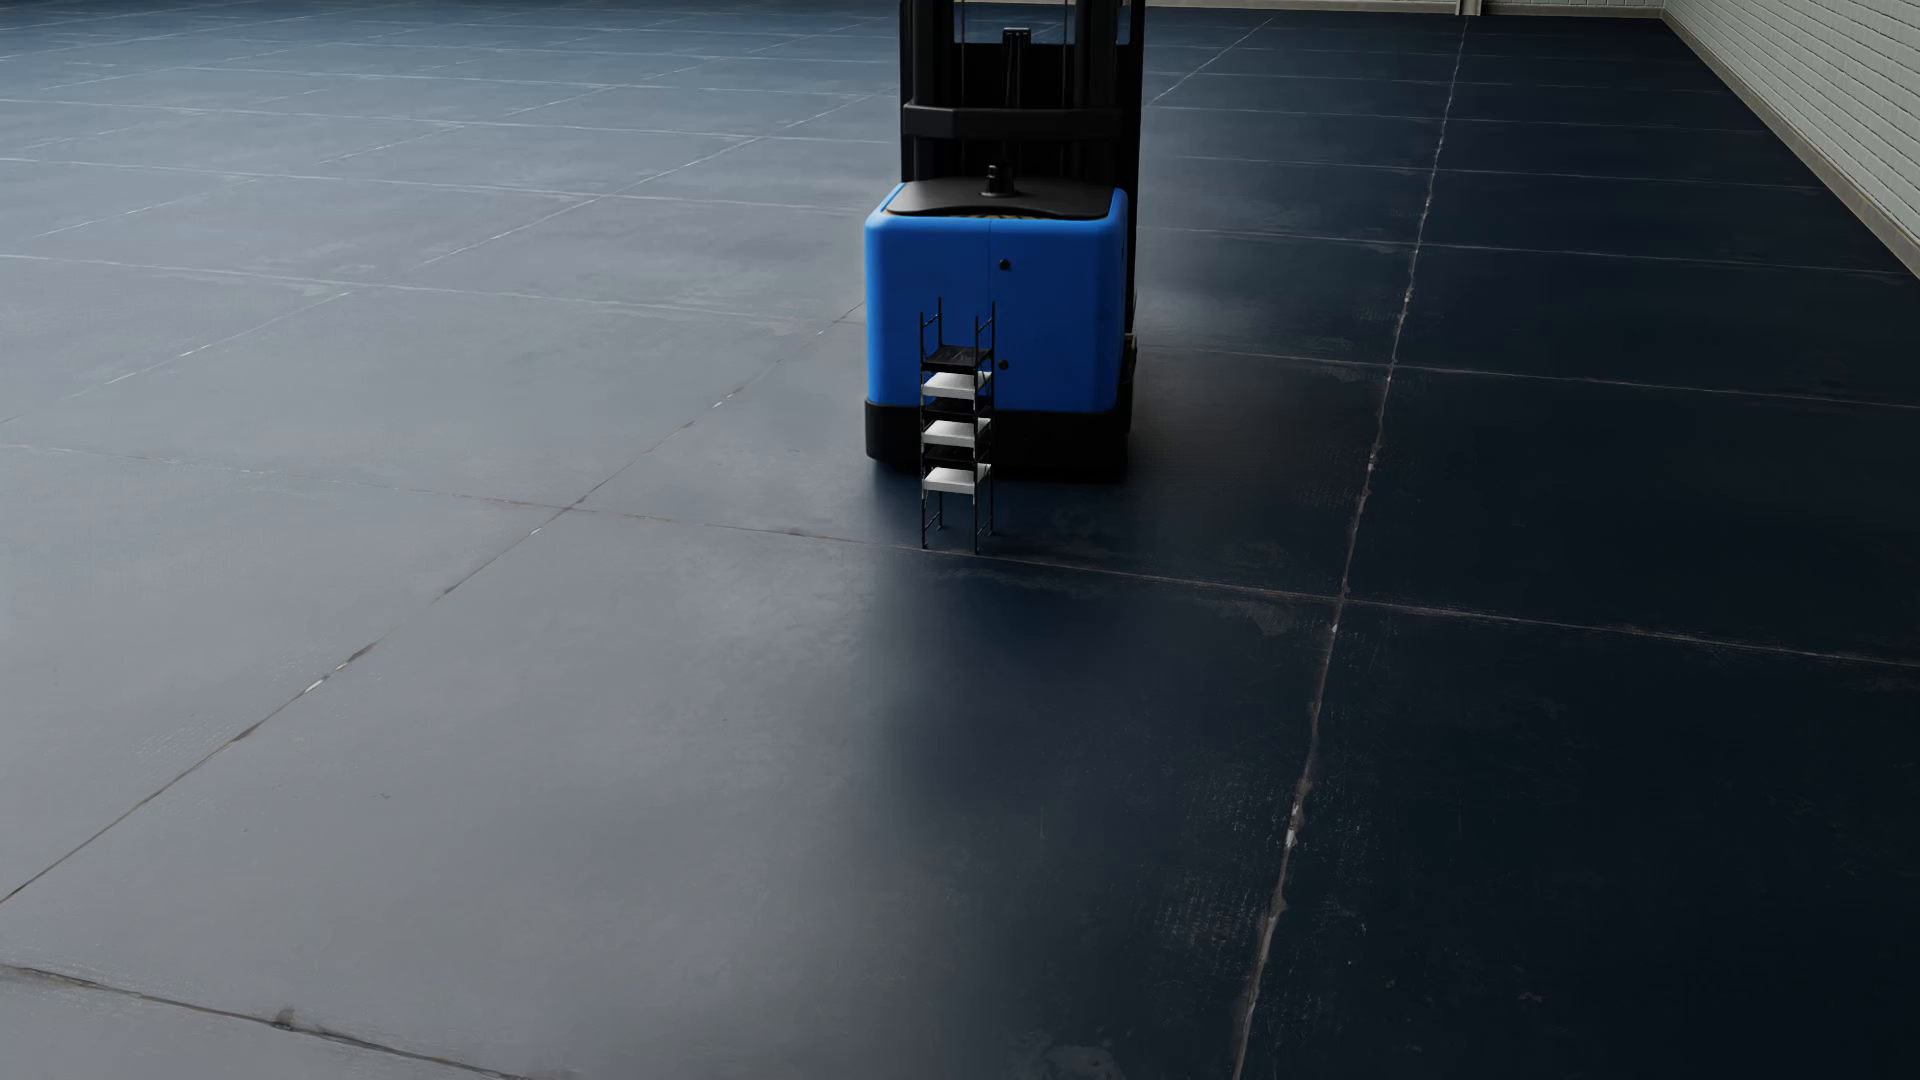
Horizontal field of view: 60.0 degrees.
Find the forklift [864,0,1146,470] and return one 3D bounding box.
[{"bbox_3d":[0.305,-2.166,7.688,1.130,2.935,3.031,3,22,7],"label":"forklift"}]

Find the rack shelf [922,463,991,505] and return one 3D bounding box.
[{"bbox_3d":[-0.008,-0.220,6.182,0.200,0.077,0.258,7,23,16],"label":"rack shelf"}]

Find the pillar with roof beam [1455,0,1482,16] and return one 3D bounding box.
[{"bbox_3d":[7.102,-11.229,21.788,0.400,9.000,9.100,7,23,16],"label":"pillar with roof beam"}]

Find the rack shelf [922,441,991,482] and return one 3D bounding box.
[{"bbox_3d":[-0.008,-0.303,6.148,0.200,0.077,0.258,7,23,16],"label":"rack shelf"}]

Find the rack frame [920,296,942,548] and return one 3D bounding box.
[{"bbox_3d":[-0.105,-0.428,6.129,0.006,0.900,0.240,7,23,16],"label":"rack frame"}]

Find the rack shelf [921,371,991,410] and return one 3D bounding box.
[{"bbox_3d":[-0.008,-0.553,6.046,0.200,0.077,0.258,7,23,16],"label":"rack shelf"}]

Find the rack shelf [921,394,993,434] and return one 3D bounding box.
[{"bbox_3d":[-0.008,-0.470,6.080,0.200,0.077,0.258,7,23,16],"label":"rack shelf"}]

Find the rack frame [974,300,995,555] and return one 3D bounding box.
[{"bbox_3d":[0.090,-0.406,6.074,0.006,0.900,0.240,7,23,16],"label":"rack frame"}]

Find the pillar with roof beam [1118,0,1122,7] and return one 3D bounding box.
[{"bbox_3d":[1.358,-11.887,23.392,0.400,9.000,9.100,7,23,16],"label":"pillar with roof beam"}]

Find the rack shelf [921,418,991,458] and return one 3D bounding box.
[{"bbox_3d":[-0.008,-0.386,6.114,0.200,0.077,0.258,7,23,16],"label":"rack shelf"}]

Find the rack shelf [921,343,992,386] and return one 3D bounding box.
[{"bbox_3d":[-0.008,-0.636,6.012,0.200,0.077,0.258,7,23,16],"label":"rack shelf"}]

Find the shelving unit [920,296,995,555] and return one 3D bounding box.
[{"bbox_3d":[-0.008,-0.417,6.101,0.210,0.900,0.258,7,23,16],"label":"shelving unit"}]
